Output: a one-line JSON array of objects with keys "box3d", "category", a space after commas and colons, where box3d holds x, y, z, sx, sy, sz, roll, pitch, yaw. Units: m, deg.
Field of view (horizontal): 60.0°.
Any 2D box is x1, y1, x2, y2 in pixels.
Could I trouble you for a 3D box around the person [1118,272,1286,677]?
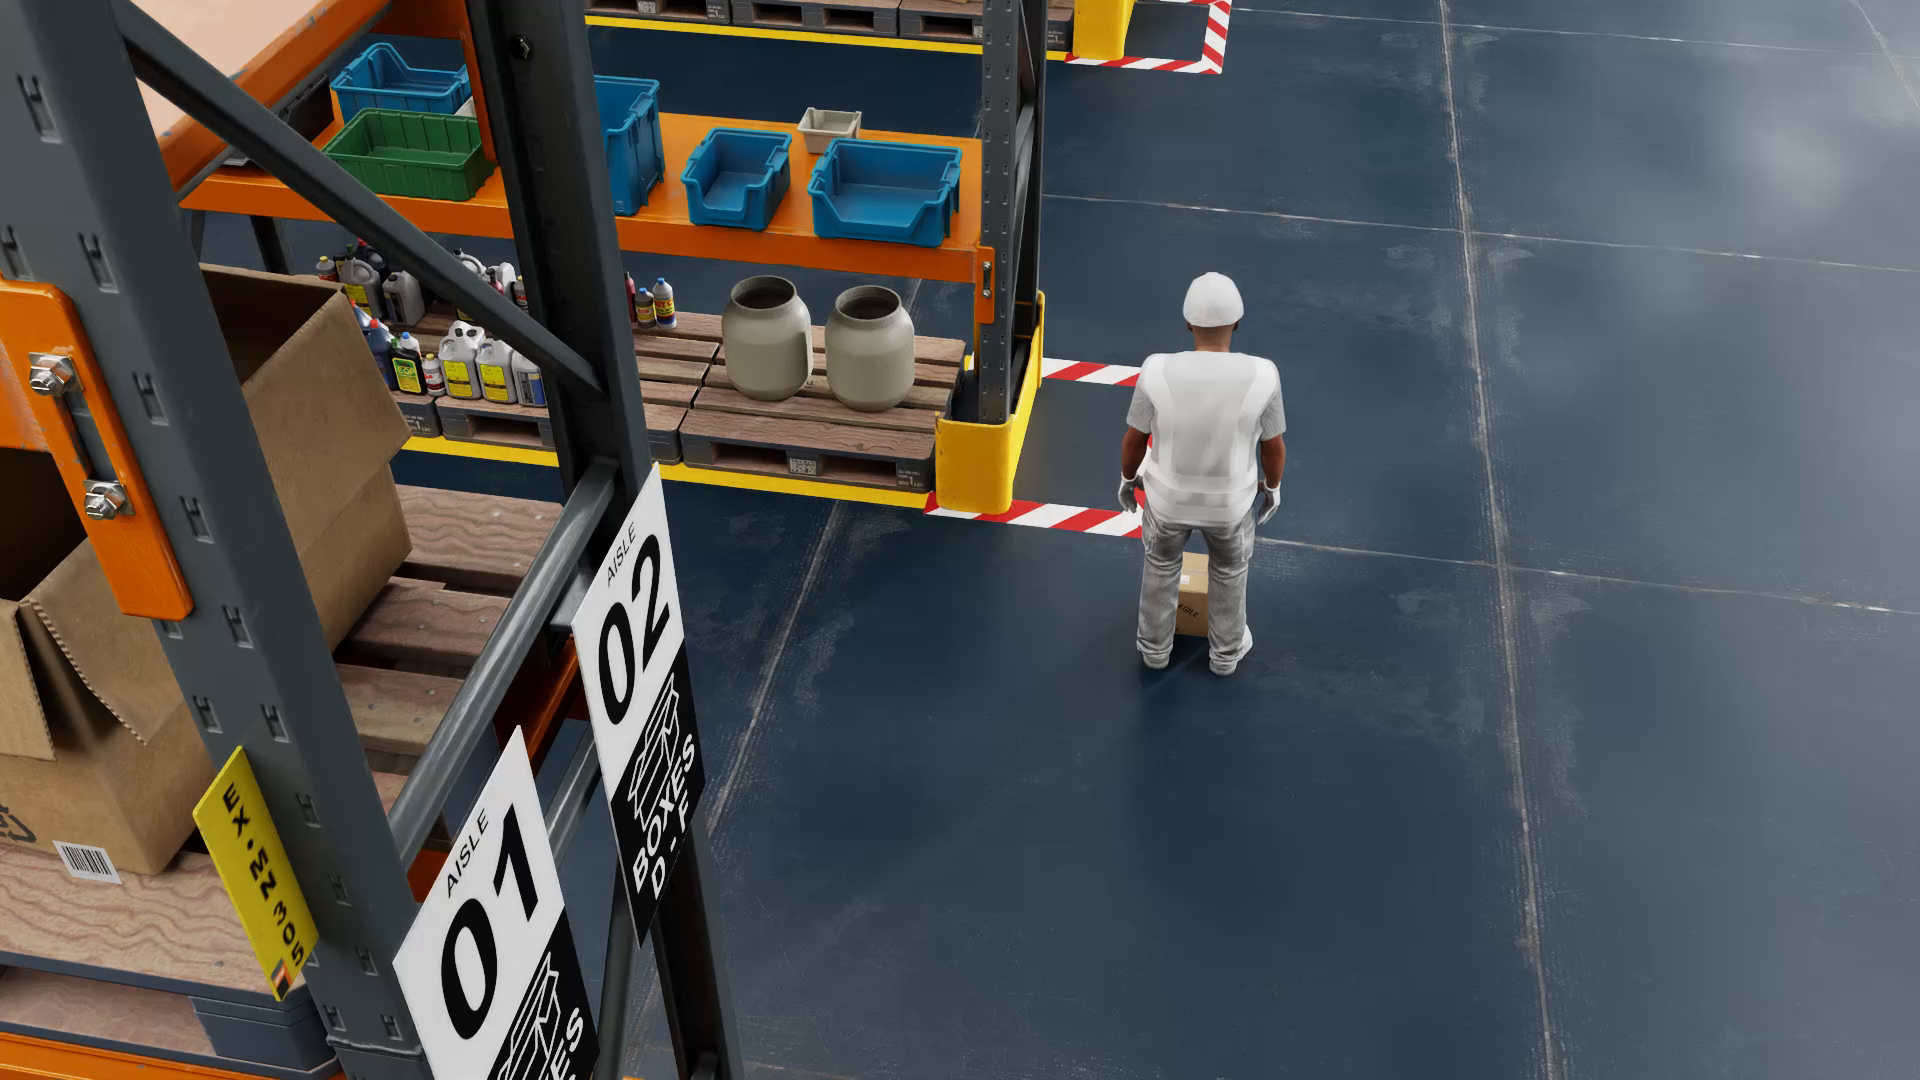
[{"box3d": [0.922, -0.205, 6.393, 0.622, 1.773, 0.450, 6, 41, 7], "category": "person"}]
